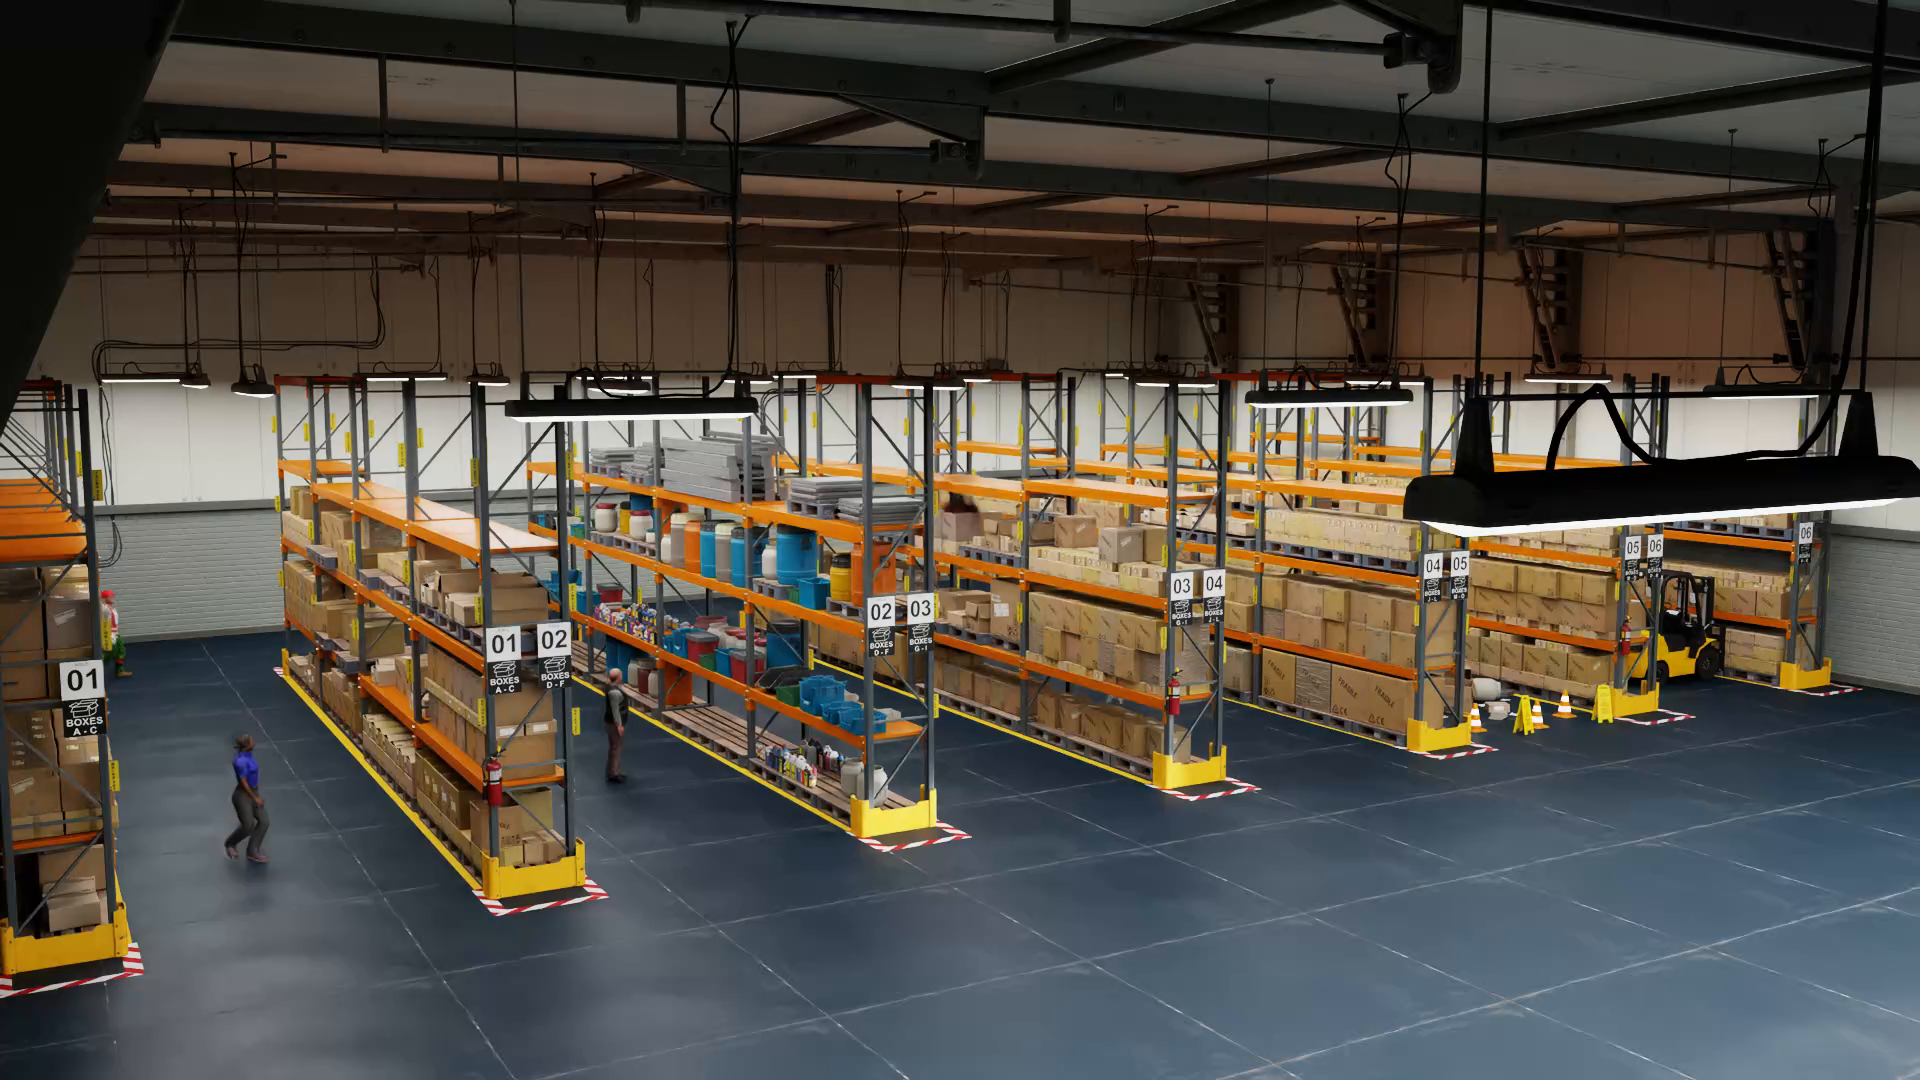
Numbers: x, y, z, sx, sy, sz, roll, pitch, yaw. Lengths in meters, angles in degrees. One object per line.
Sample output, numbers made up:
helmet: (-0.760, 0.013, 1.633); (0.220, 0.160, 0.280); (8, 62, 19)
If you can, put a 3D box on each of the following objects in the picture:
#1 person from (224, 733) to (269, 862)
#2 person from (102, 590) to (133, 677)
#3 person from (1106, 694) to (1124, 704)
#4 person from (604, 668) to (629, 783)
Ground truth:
person: (-8.967, 3.248, 20.988); (0.634, 1.616, 0.529); (1, 6, 9)
person: (-16.836, 1.860, 32.809); (0.850, 1.750, 0.604); (-4, 7, -31)
person: (2.846, 2.118, 29.659); (0.493, 1.689, 0.495); (1, 6, 7)
person: (-5.146, 2.759, 24.870); (0.389, 1.722, 0.588); (0, 6, -4)
